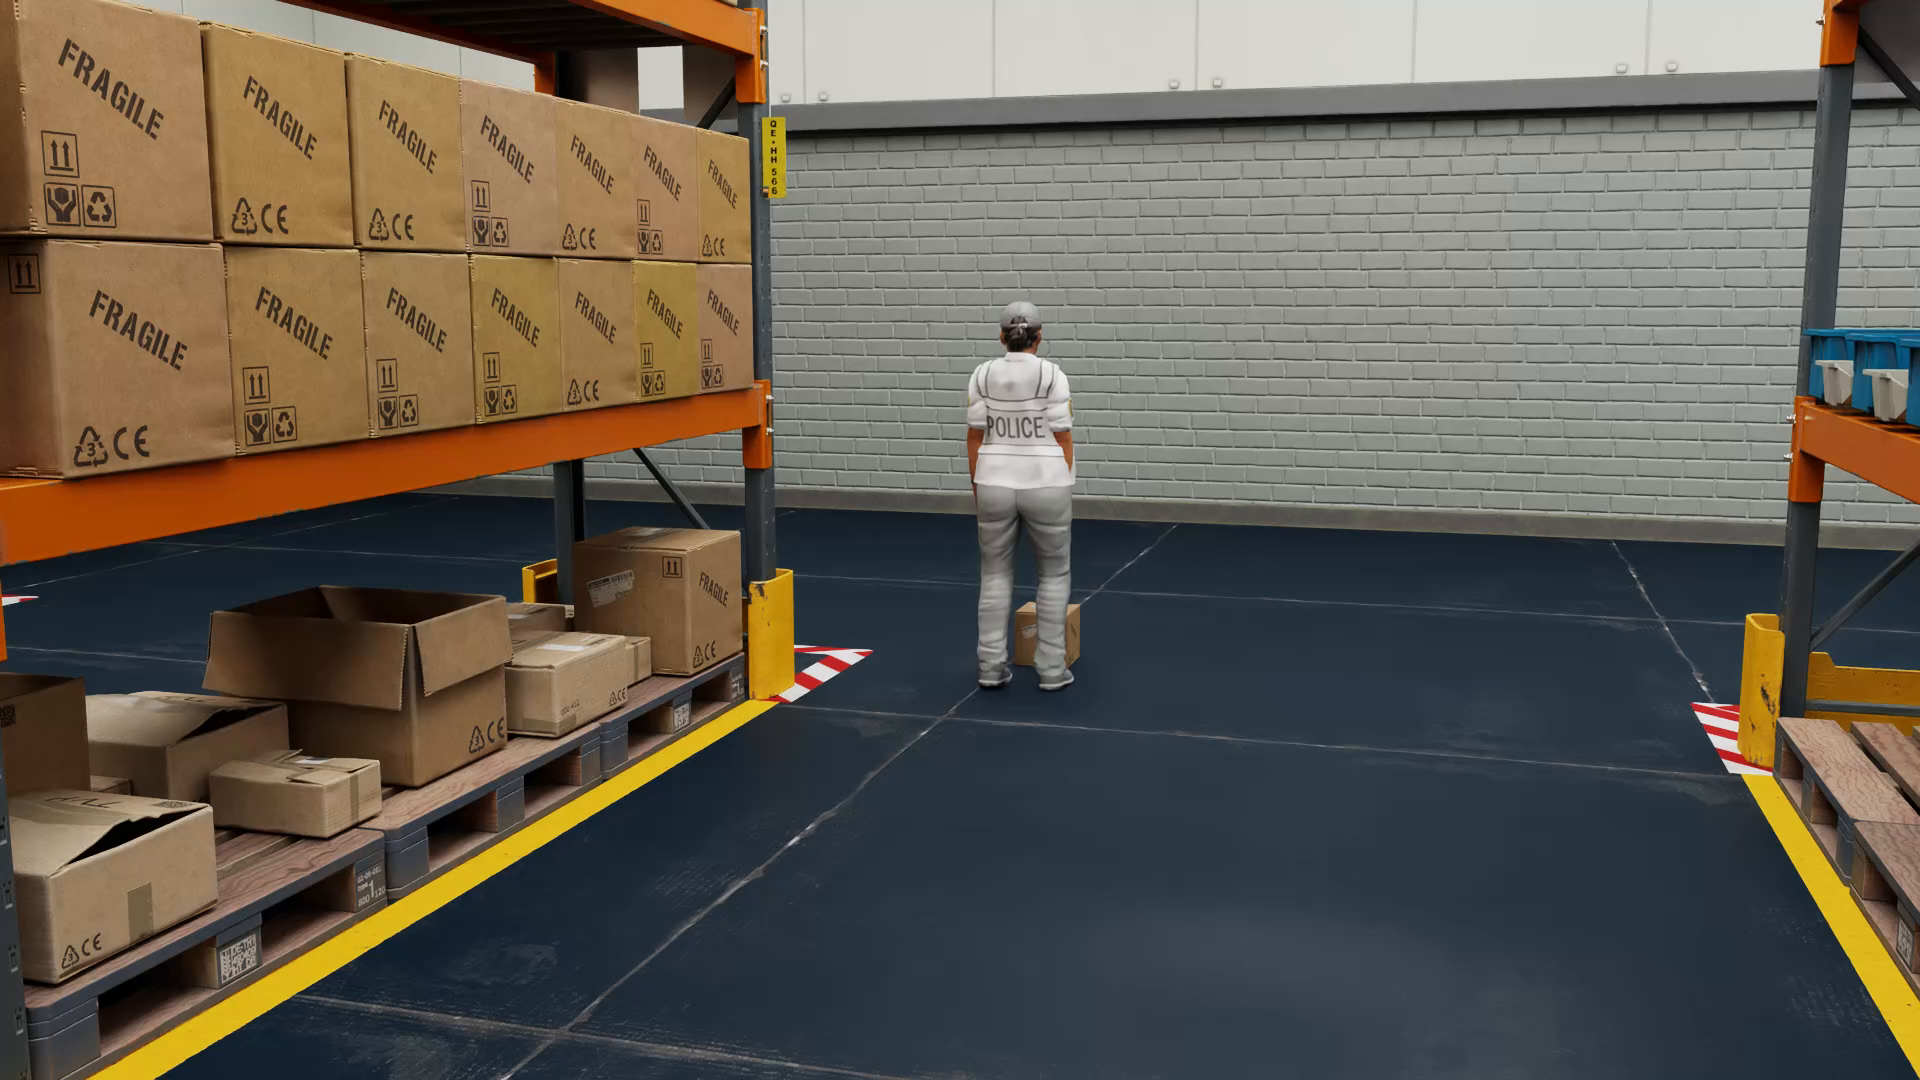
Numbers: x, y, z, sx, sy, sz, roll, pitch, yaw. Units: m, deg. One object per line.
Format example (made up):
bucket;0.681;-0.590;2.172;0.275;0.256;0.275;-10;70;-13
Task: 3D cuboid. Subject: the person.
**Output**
person;0.262;-0.190;7.147;0.469;1.659;0.390;3;9;17
